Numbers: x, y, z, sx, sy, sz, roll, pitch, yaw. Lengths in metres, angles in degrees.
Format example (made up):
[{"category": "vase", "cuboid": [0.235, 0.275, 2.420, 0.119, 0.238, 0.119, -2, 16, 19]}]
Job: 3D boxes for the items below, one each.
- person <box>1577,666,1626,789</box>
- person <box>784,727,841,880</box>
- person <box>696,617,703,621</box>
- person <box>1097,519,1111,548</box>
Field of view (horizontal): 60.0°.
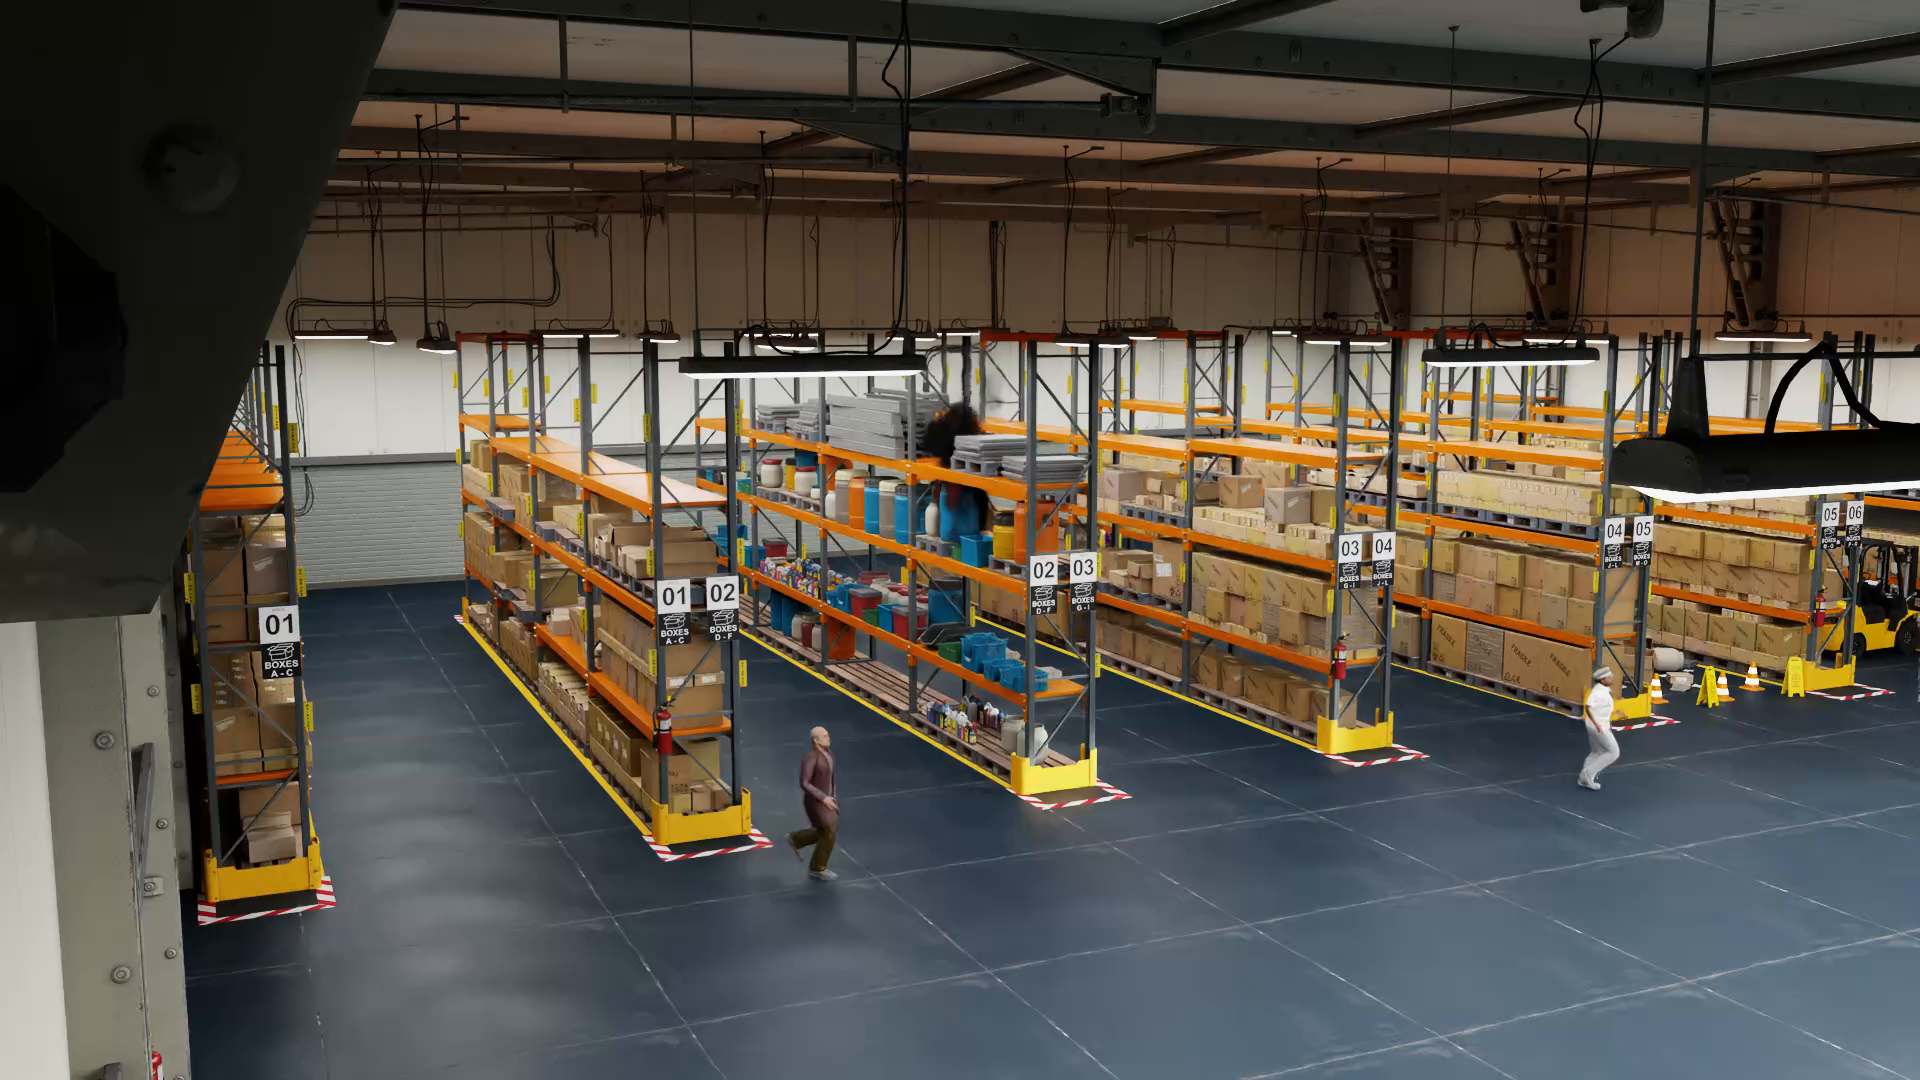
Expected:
[{"category": "person", "cuboid": [8.624, 2.507, 22.294, 0.582, 1.667, 0.560, 2, 8, 15]}, {"category": "person", "cuboid": [-1.665, 2.956, 18.792, 0.707, 1.761, 0.725, 2, 8, 15]}, {"category": "person", "cuboid": [-4.893, 1.486, 30.001, 0.572, 1.626, 0.604, -4, 9, -30]}, {"category": "person", "cuboid": [3.118, 0.387, 37.732, 0.669, 1.757, 0.669, -2, 8, -16]}]
